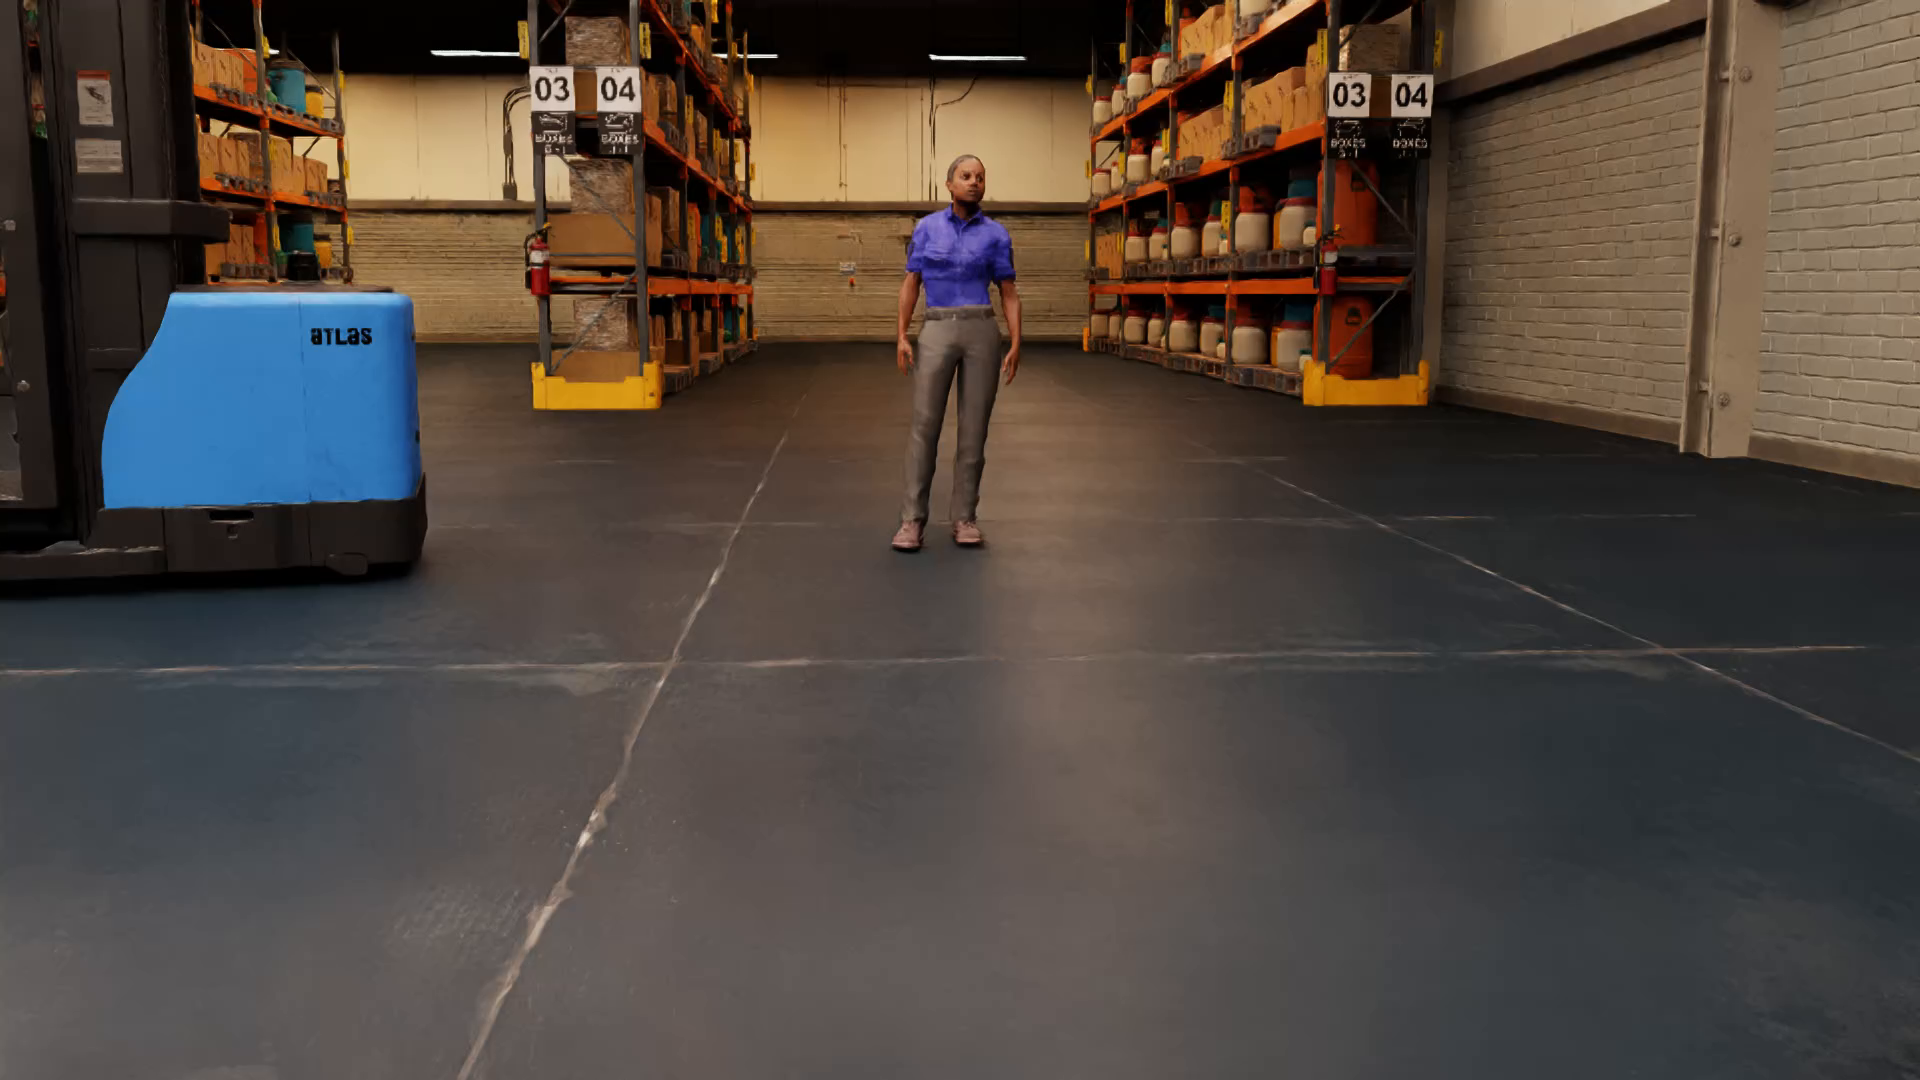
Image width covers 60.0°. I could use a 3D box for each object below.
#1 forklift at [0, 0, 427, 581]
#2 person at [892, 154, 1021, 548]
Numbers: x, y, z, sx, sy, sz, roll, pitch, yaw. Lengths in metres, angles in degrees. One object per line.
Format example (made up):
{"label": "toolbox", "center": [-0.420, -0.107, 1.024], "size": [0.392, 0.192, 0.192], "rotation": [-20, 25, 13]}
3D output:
{"label": "forklift", "center": [-3.639, -1.309, 6.149], "size": [3.031, 2.935, 1.130], "rotation": [-2, 9, -16]}
{"label": "person", "center": [-0.014, -0.812, 7.100], "size": [0.570, 1.654, 0.503], "rotation": [-1, 8, -4]}
